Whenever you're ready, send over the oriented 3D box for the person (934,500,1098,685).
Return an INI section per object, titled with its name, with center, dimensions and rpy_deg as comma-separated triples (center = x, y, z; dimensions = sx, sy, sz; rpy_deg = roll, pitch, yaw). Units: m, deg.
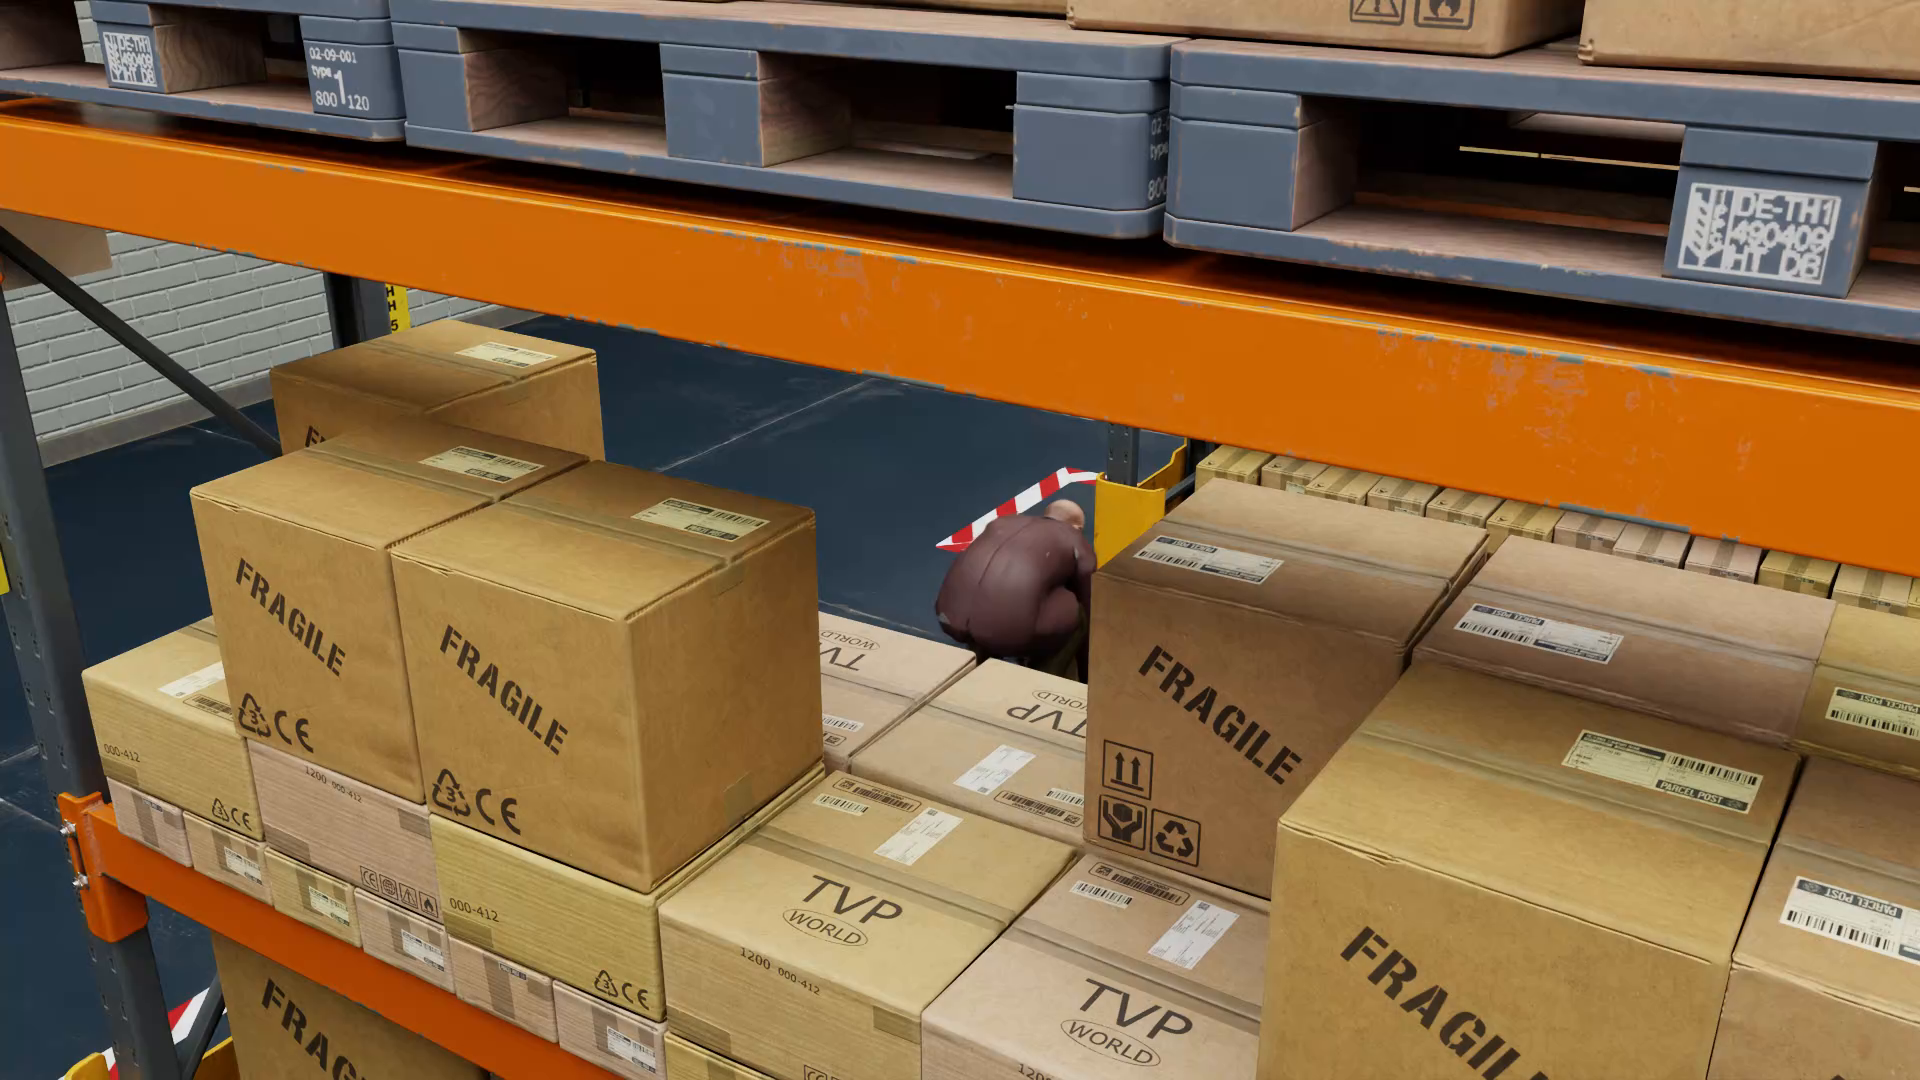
[person]
center = 0.255, 0.324, 6.608
dimensions = 0.572, 0.837, 0.948
rpy_deg = 13, 26, 28
